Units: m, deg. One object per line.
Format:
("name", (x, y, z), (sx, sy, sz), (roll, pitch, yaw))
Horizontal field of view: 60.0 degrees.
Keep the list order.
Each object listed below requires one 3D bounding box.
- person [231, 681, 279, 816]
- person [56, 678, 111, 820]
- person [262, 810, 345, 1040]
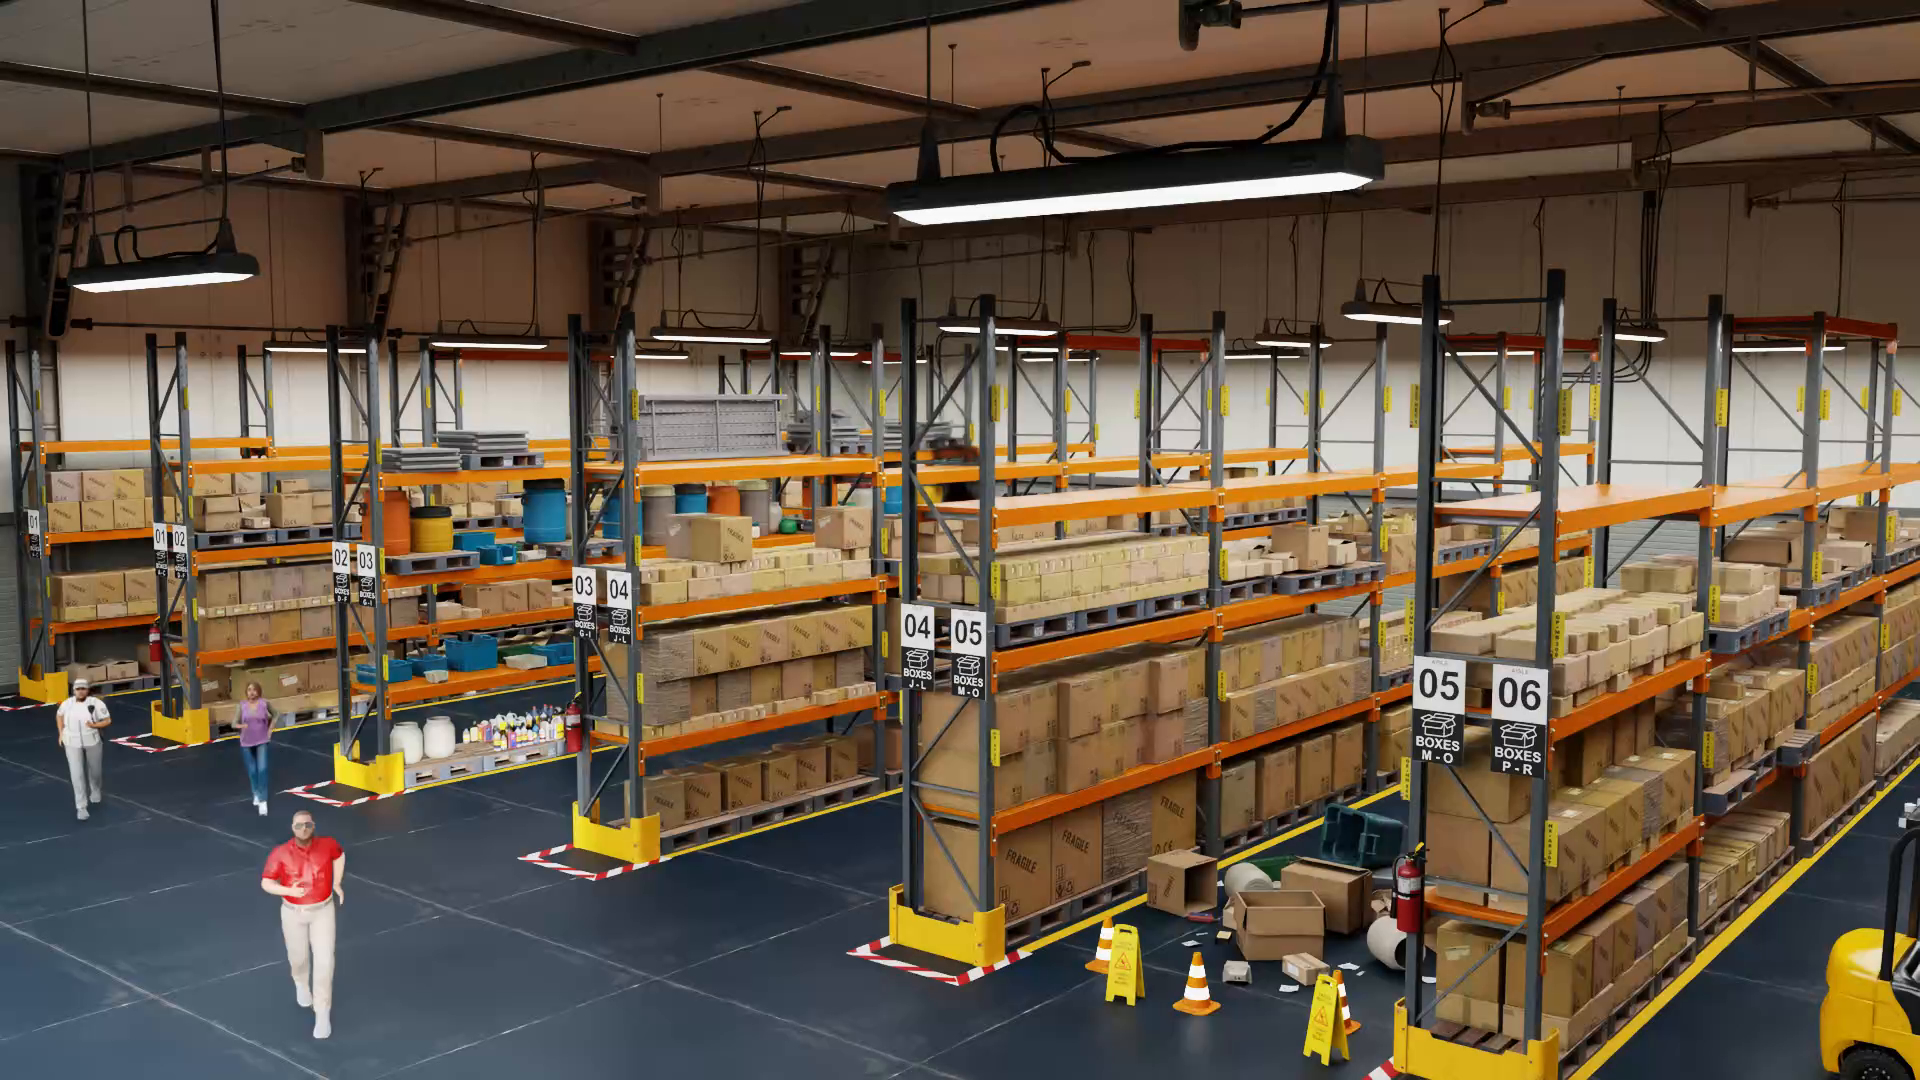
("person", (-8.653, 2.540, 20.417), (0.533, 1.637, 0.649), (-2, 5, -16))
("person", (-10.665, 2.493, 20.261), (0.604, 1.655, 0.936), (-2, 6, -25))
("person", (-5.334, 3.078, 13.569), (0.646, 1.766, 0.916), (-2, 6, -23))
